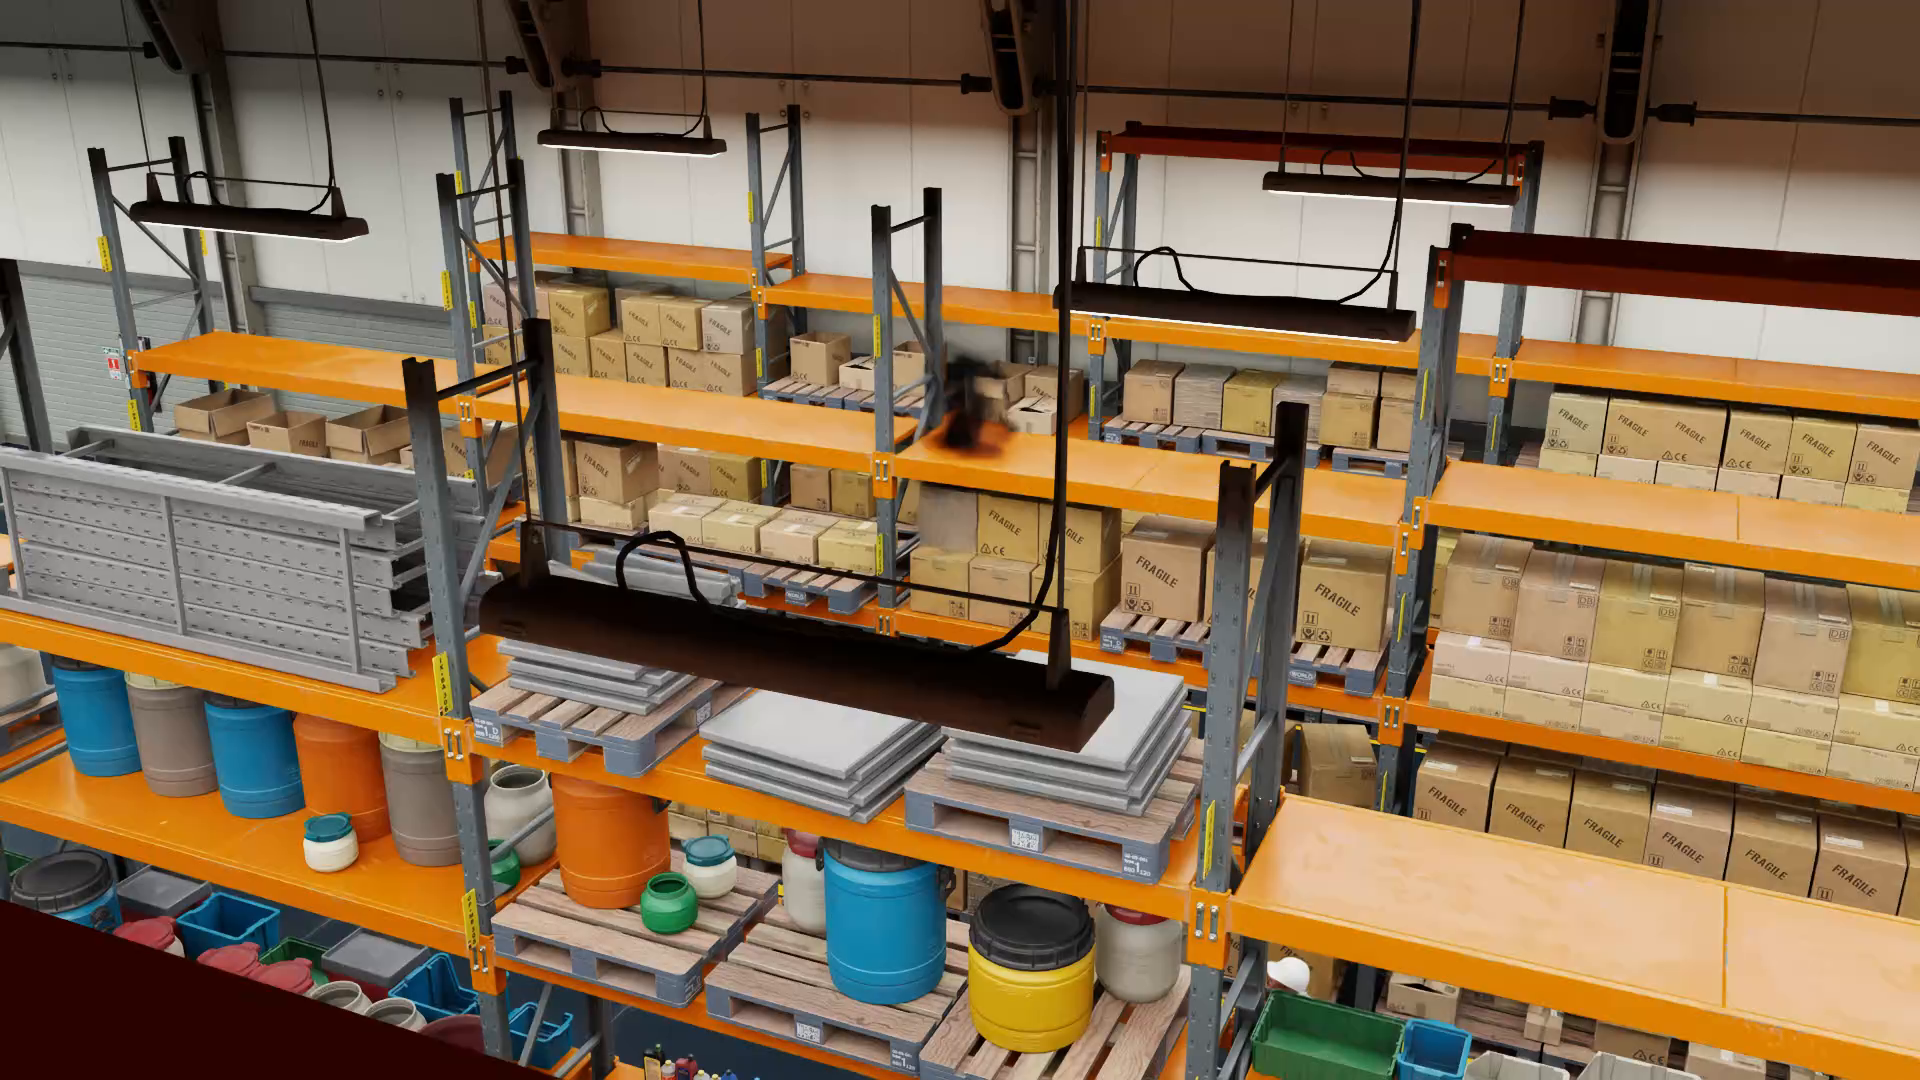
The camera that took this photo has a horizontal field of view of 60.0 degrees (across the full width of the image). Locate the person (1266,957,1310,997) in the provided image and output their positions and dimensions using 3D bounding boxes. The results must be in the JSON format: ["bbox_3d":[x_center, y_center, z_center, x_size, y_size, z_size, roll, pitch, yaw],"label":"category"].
[{"bbox_3d":[2.132,3.490,10.969,0.585,1.719,0.625,2,21,6],"label":"person"}]
